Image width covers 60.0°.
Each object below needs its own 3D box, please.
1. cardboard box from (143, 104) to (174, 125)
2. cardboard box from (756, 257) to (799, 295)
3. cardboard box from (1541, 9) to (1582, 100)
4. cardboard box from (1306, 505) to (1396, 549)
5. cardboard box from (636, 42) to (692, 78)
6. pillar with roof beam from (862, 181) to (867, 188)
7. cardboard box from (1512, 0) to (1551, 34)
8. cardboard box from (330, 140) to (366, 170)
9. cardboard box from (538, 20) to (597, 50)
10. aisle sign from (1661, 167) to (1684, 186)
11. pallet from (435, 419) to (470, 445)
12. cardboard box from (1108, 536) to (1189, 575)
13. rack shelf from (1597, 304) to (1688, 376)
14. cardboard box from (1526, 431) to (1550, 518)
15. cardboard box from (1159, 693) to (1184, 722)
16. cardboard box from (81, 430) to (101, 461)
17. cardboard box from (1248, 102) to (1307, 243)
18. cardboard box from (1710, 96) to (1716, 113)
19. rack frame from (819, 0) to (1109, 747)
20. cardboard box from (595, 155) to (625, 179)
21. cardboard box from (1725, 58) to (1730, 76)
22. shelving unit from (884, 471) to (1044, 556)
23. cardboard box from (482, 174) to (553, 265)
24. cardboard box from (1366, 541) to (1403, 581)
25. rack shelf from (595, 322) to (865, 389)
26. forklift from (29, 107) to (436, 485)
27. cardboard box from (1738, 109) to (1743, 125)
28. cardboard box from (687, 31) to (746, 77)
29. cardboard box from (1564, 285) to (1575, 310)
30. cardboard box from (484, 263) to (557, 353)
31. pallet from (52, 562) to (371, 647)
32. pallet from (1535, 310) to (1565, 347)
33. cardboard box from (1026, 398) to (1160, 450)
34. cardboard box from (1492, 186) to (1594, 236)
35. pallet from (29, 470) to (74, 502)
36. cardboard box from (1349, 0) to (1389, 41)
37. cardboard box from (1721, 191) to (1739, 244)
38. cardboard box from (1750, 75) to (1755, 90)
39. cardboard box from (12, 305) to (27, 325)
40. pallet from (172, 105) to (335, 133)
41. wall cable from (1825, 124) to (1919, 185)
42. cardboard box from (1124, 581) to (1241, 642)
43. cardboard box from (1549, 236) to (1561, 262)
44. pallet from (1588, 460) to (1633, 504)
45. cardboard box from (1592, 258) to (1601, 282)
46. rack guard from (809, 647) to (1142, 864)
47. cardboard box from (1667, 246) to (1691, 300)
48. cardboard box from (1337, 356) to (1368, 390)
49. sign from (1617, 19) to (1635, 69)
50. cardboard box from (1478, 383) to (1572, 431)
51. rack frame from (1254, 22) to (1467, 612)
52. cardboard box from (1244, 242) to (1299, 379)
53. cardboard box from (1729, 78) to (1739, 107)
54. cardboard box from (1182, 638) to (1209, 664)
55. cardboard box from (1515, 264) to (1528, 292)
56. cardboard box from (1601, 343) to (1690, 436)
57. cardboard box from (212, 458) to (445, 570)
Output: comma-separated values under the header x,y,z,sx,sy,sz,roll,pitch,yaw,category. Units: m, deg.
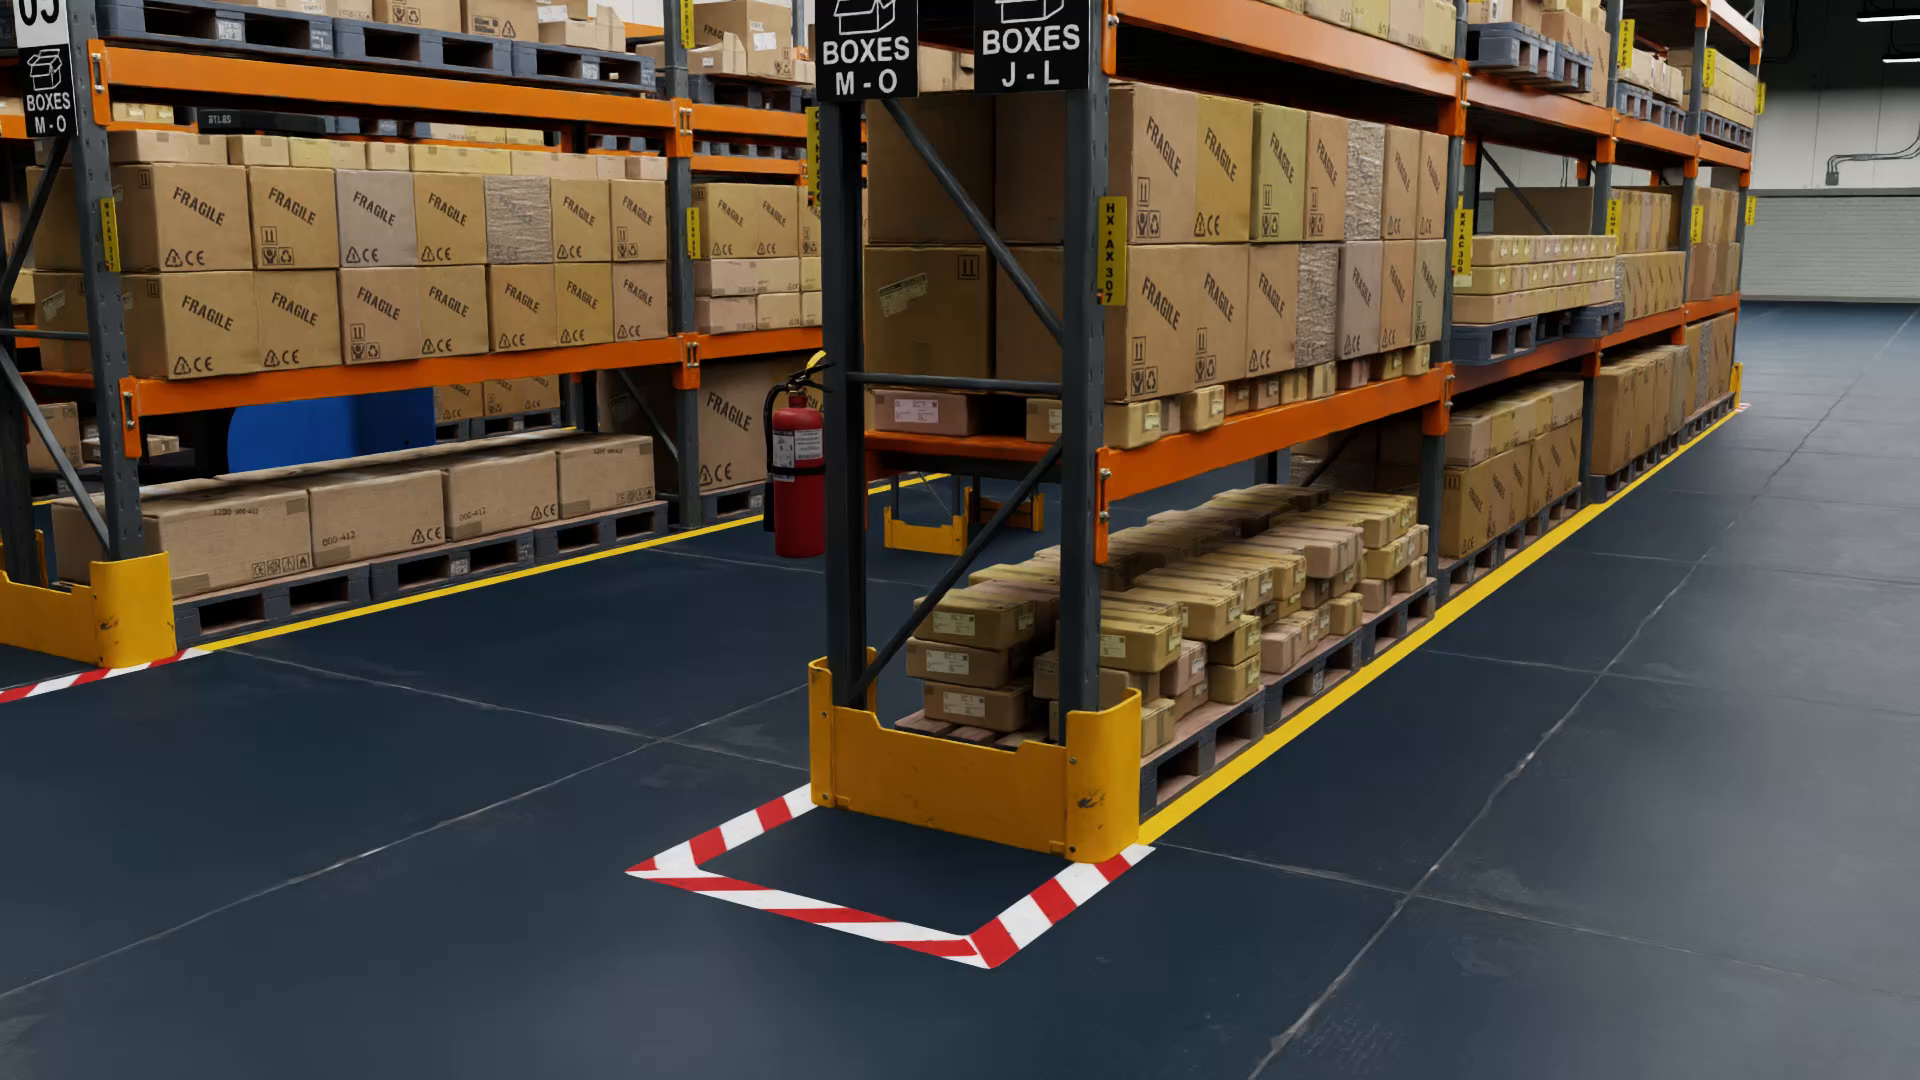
x,y,z,sx,sy,sz,roll,pitch,yaw,category
-6.391,-3.329,13.030,0.380,0.149,0.250,6,12,30,cardboard box
-1.496,-1.888,11.851,0.500,0.250,0.500,7,12,32,cardboard box
3.557,-3.013,10.385,0.500,0.500,0.500,6,12,31,cardboard box
1.886,-0.065,8.054,0.380,0.149,0.250,6,12,30,cardboard box
-1.934,-3.385,11.747,0.500,0.311,0.500,6,12,31,cardboard box
2.321,-6.464,20.942,9.100,9.000,0.400,6,12,31,pillar with roof beam
2.985,-3.094,9.671,0.797,0.503,0.637,6,12,30,cardboard box
-3.348,-2.016,8.736,0.380,0.149,0.250,7,12,31,cardboard box
-2.408,-3.023,9.983,0.380,0.149,0.250,7,13,32,cardboard box
8.081,-4.337,18.819,0.394,0.787,0.004,6,12,31,aisle sign
-5.434,-1.016,15.724,1.003,0.211,1.213,6,12,31,pallet
0.770,0.092,7.215,0.380,0.149,0.250,6,12,29,cardboard box
5.186,-1.722,13.871,1.077,0.370,4.000,6,12,31,rack shelf
3.496,-0.444,10.743,0.500,0.500,0.500,6,12,28,cardboard box
0.605,0.591,6.166,0.380,0.149,0.250,6,12,30,cardboard box
-6.680,-0.753,13.031,0.396,0.266,0.258,7,13,33,cardboard box
1.000,-1.395,6.370,0.500,0.500,0.500,6,12,29,cardboard box
6.836,-4.062,15.535,0.380,0.149,0.250,6,12,31,cardboard box
-0.006,-0.503,5.404,1.000,3.000,0.127,6,12,31,rack frame
-2.330,-2.339,10.457,0.380,0.149,0.250,7,13,32,cardboard box
7.231,-4.574,16.101,0.380,0.149,0.250,7,12,31,cardboard box
0.040,-0.749,10.795,0.587,1.500,1.083,6,12,31,shelving unit
-2.748,-1.869,9.713,0.500,0.500,0.500,7,12,31,cardboard box
1.925,0.084,8.066,0.380,0.149,0.250,6,12,29,cardboard box
-1.174,-1.550,12.952,1.077,0.370,4.000,6,12,31,rack shelf
-5.427,-1.711,12.045,3.031,2.935,1.130,3,11,15,forklift
7.889,-4.381,17.237,0.380,0.149,0.250,6,12,30,cardboard box
-1.654,-3.249,11.145,0.396,0.266,0.258,6,12,30,cardboard box
3.614,-1.521,10.385,0.380,0.149,0.250,7,13,32,cardboard box
-2.746,-1.379,9.811,0.500,0.500,0.500,6,12,30,cardboard box
-3.941,0.277,8.814,1.003,0.211,1.213,6,12,31,pallet
3.155,-1.352,10.458,1.003,0.211,1.213,6,12,31,pallet
0.442,-0.399,5.532,0.380,0.149,0.250,6,12,30,cardboard box
4.389,-2.371,12.396,0.700,0.500,0.500,6,12,30,cardboard box
-7.447,-0.391,12.387,1.003,0.211,1.213,6,12,31,pallet
1.514,-2.272,7.112,0.500,0.250,0.500,6,12,30,cardboard box
7.868,-3.474,17.931,0.875,0.550,0.550,6,12,31,cardboard box
8.285,-4.893,17.806,0.380,0.149,0.250,6,12,31,cardboard box
-7.135,-1.667,12.306,0.380,0.149,0.250,7,12,32,cardboard box
-6.058,-3.541,13.989,1.213,0.211,1.003,6,12,31,pallet
24.982,-12.693,44.971,2.305,6.003,0.169,6,12,31,wall cable
0.837,0.267,6.279,0.380,0.149,0.250,6,12,31,cardboard box
3.339,-1.729,9.877,0.380,0.149,0.250,7,13,33,cardboard box
4.621,-0.507,13.005,1.003,0.211,1.213,6,12,31,pallet
4.009,-1.785,10.987,0.380,0.149,0.250,7,13,32,cardboard box
0.033,0.714,5.698,1.175,0.500,0.348,6,12,31,rack guard
6.405,-2.523,15.787,0.875,0.550,0.550,6,12,31,cardboard box
1.622,-0.770,7.515,0.380,0.149,0.250,6,12,28,cardboard box
4.610,-3.438,11.522,0.100,0.325,0.005,6,12,31,sign
3.763,-0.894,11.109,0.500,0.250,0.500,7,12,32,cardboard box
2.071,-1.132,8.764,1.000,3.000,0.127,6,12,31,rack frame
0.984,-0.905,6.471,0.500,0.500,0.500,7,12,31,cardboard box
7.502,-4.481,16.690,0.500,0.250,0.500,7,12,31,cardboard box
0.727,0.403,6.362,0.380,0.149,0.250,7,12,31,cardboard box
2.935,-1.461,9.254,0.380,0.149,0.250,7,13,32,cardboard box
5.979,-1.385,15.086,1.050,0.750,0.750,6,12,30,cardboard box
-3.564,-0.165,9.421,0.875,0.438,0.875,7,13,32,cardboard box
